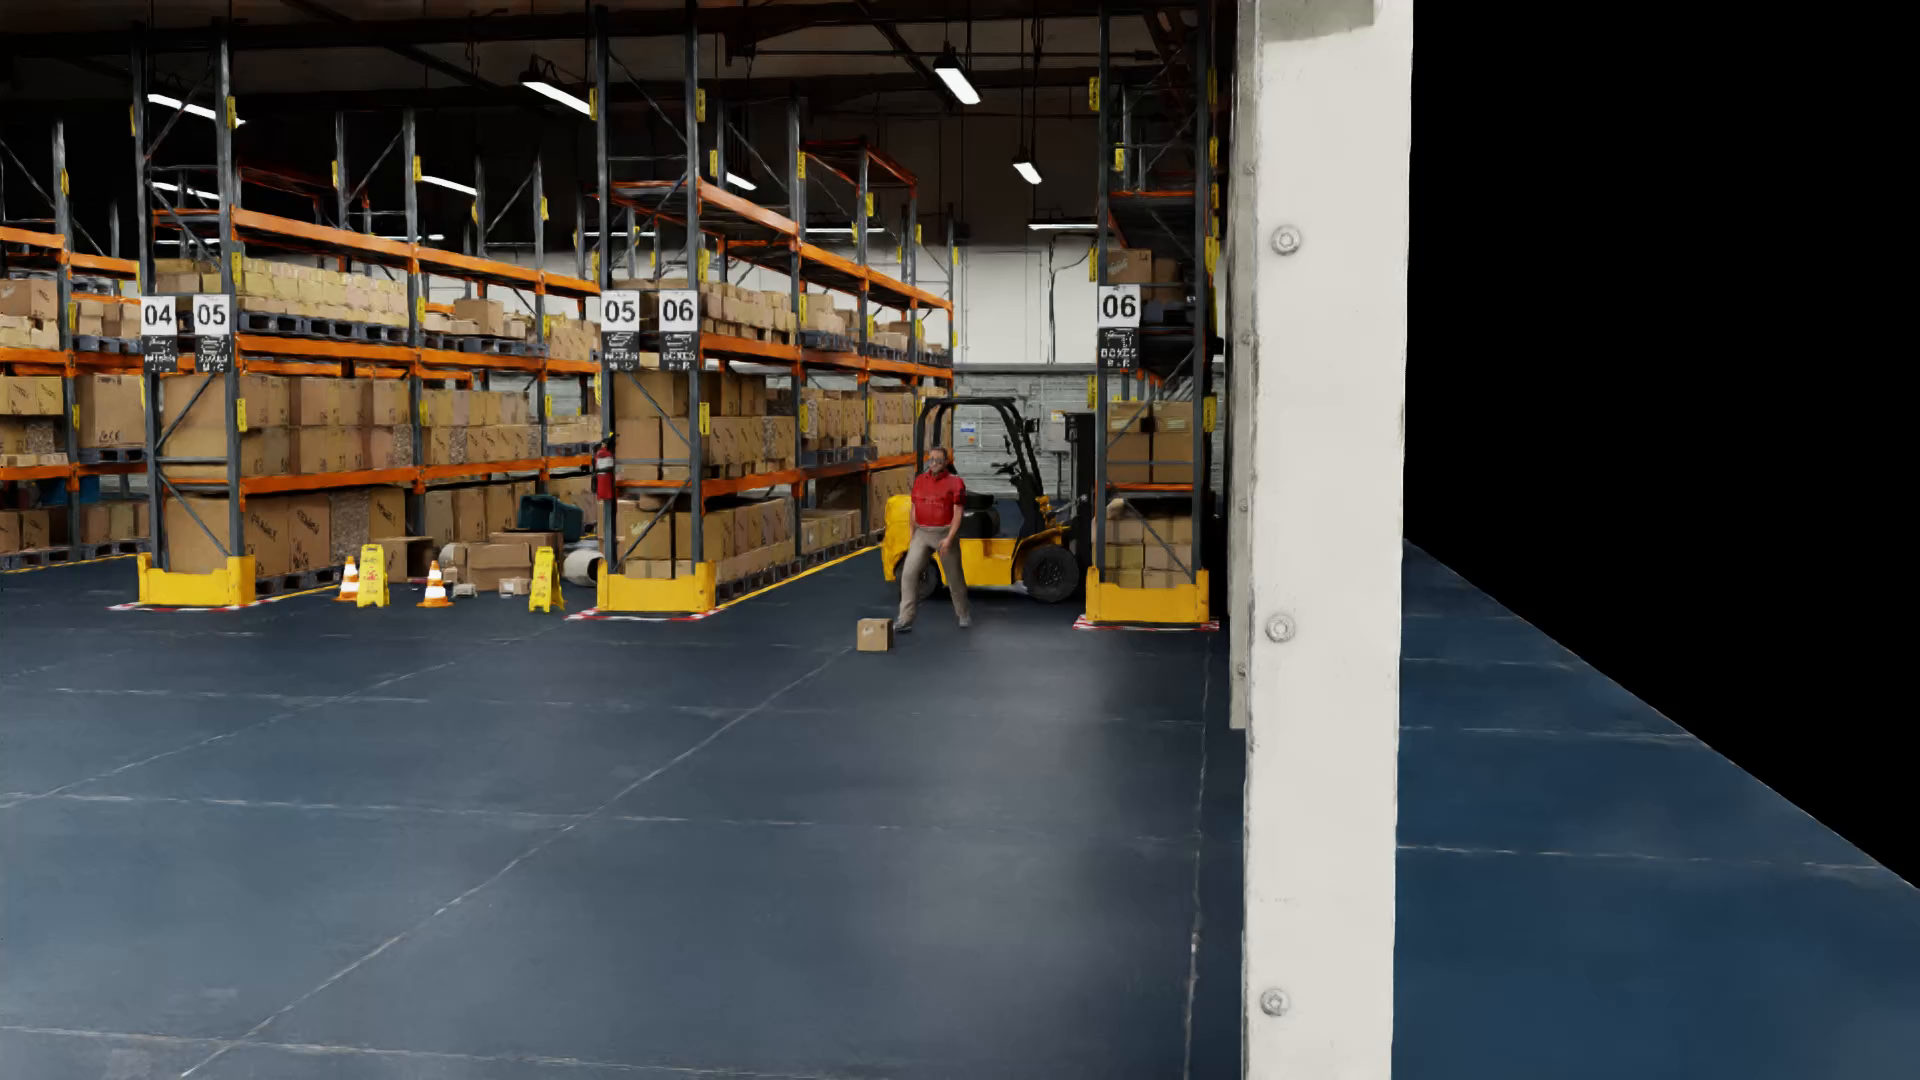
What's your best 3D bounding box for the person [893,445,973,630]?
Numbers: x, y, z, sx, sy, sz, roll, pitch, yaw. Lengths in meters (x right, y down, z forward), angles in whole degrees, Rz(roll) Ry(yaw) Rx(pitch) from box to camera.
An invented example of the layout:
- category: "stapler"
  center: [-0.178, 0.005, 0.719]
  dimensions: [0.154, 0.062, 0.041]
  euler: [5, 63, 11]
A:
- category: "person"
  center: [-0.237, -0.024, 15.209]
  dimensions: [0.620, 1.683, 0.807]
  euler: [2, 5, 19]
